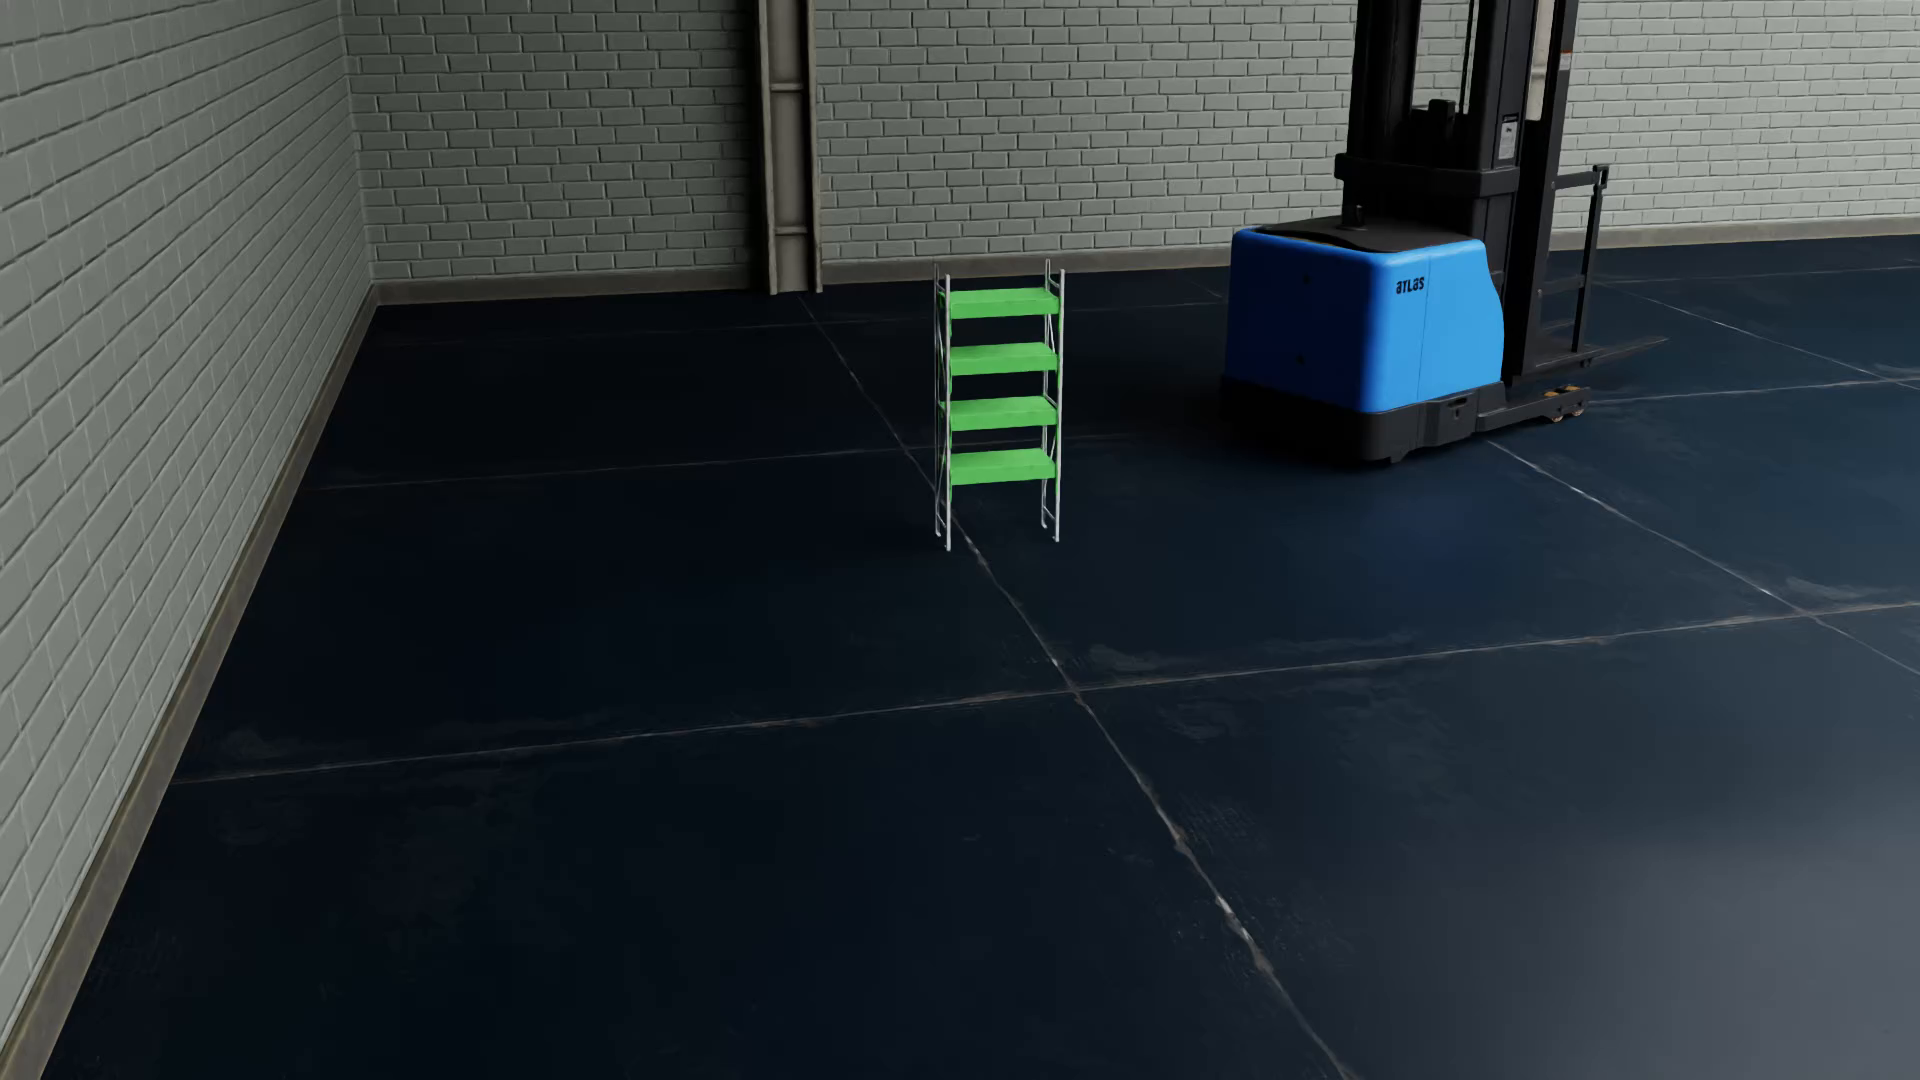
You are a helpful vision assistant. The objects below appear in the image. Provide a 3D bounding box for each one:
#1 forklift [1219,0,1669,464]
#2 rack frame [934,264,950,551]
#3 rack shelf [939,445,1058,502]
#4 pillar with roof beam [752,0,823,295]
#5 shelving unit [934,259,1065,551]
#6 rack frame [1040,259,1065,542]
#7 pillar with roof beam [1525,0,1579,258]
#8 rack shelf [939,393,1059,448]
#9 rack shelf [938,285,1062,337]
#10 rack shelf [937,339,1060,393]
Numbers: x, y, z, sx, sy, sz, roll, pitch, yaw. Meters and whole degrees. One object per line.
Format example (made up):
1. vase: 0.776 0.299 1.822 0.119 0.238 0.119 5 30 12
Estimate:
1. forklift: 2.857 -2.147 8.914 3.031 2.935 1.130 -15 25 -35
2. rack frame: -0.076 -0.557 7.091 0.015 1.200 0.240 -5 21 -12
3. rack shelf: 0.161 -0.291 7.249 0.480 0.148 0.258 -5 21 -12
4. pillar with roof beam: -0.255 -4.657 6.946 0.400 9.000 9.100 -5 21 -12
5. shelving unit: 0.161 -0.576 7.144 0.503 1.200 0.258 -5 21 -12
6. rack frame: 0.399 -0.596 7.197 0.015 1.200 0.240 -5 21 -12
7. pillar with roof beam: 5.584 -5.132 8.243 0.400 9.000 9.100 -5 21 -12
8. rack shelf: 0.161 -0.516 7.166 0.480 0.148 0.258 -5 21 -12
9. rack shelf: 0.161 -0.967 7.001 0.480 0.148 0.258 -5 21 -12
10. rack shelf: 0.161 -0.742 7.083 0.480 0.148 0.258 -5 21 -12
